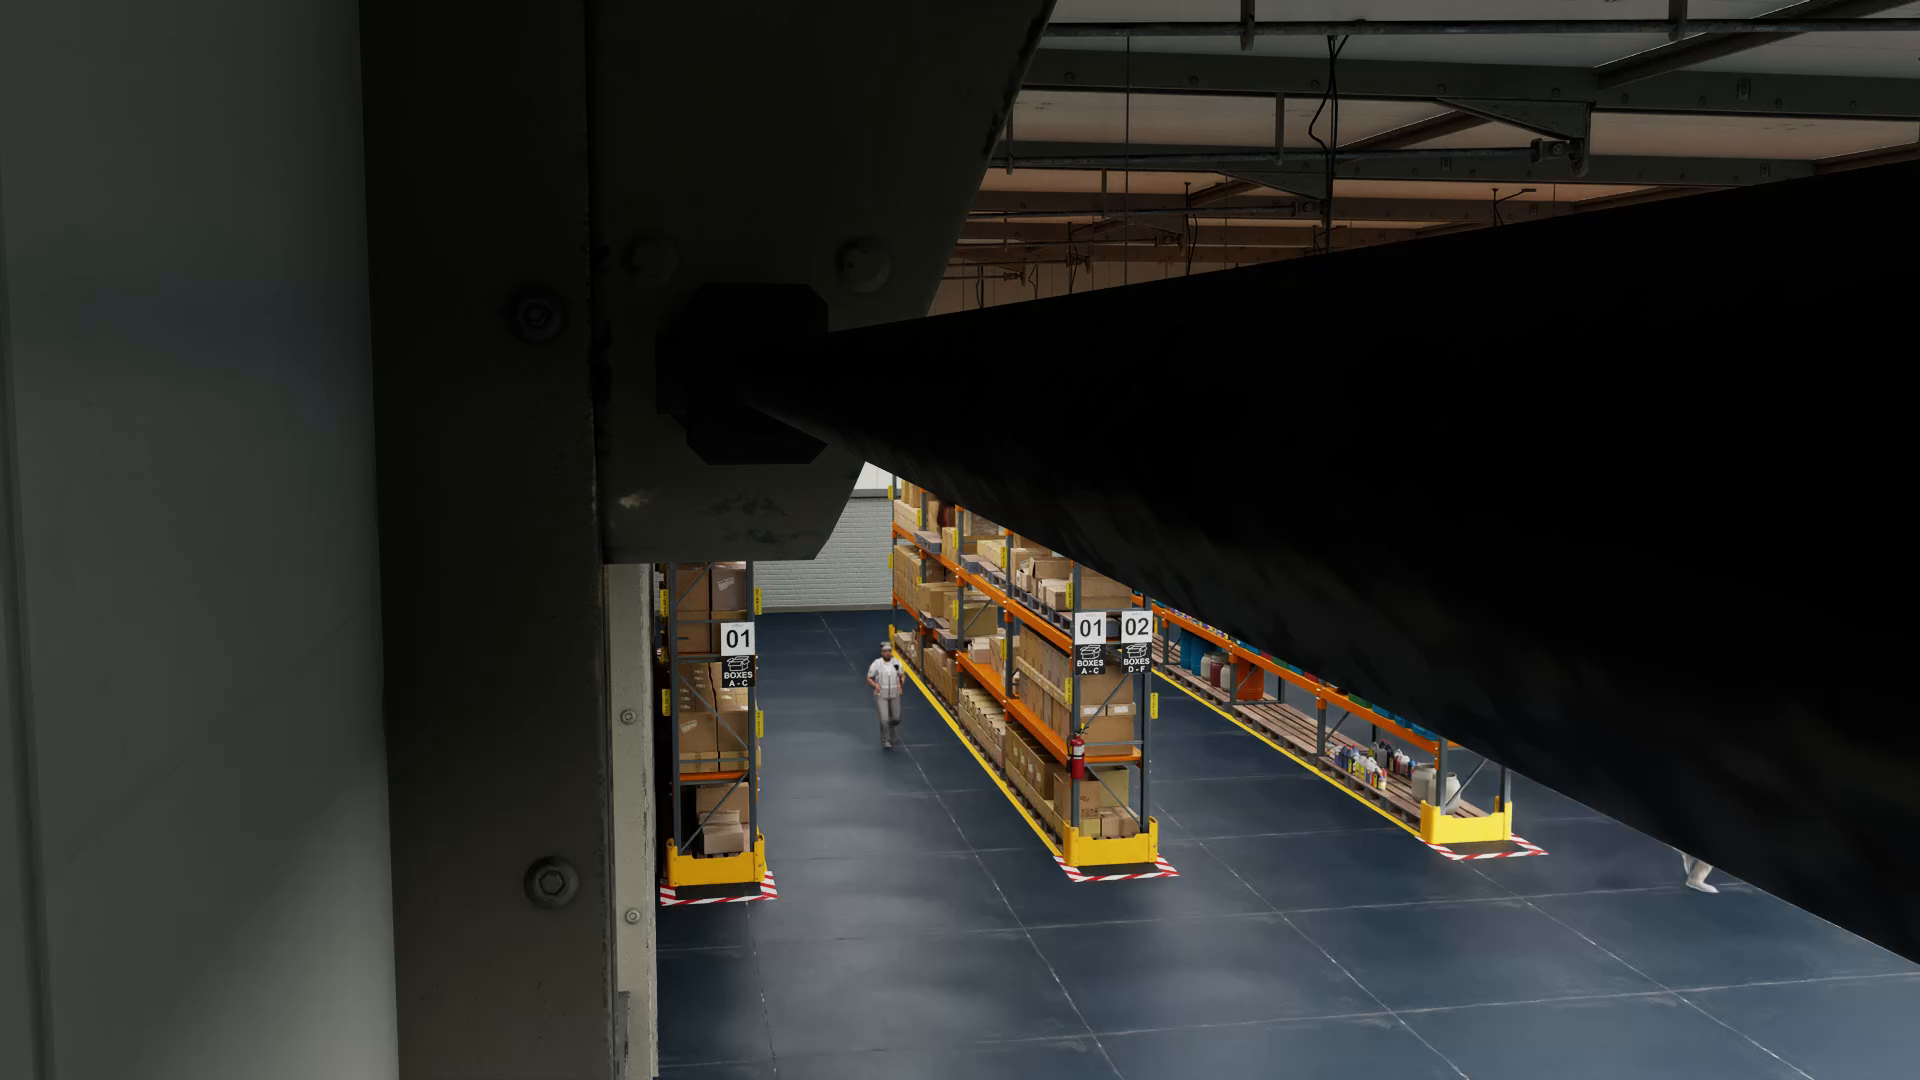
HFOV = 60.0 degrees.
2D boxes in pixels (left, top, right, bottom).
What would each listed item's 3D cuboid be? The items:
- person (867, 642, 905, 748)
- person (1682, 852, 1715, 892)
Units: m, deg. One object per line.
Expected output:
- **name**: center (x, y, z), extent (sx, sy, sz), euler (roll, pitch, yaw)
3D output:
- **person**: center (-1.190, 2.525, 27.253), extent (0.659, 1.726, 0.622), euler (-2, 6, -14)
- **person**: center (8.991, 3.370, 19.819), extent (0.672, 1.680, 0.706), euler (2, 6, 16)
